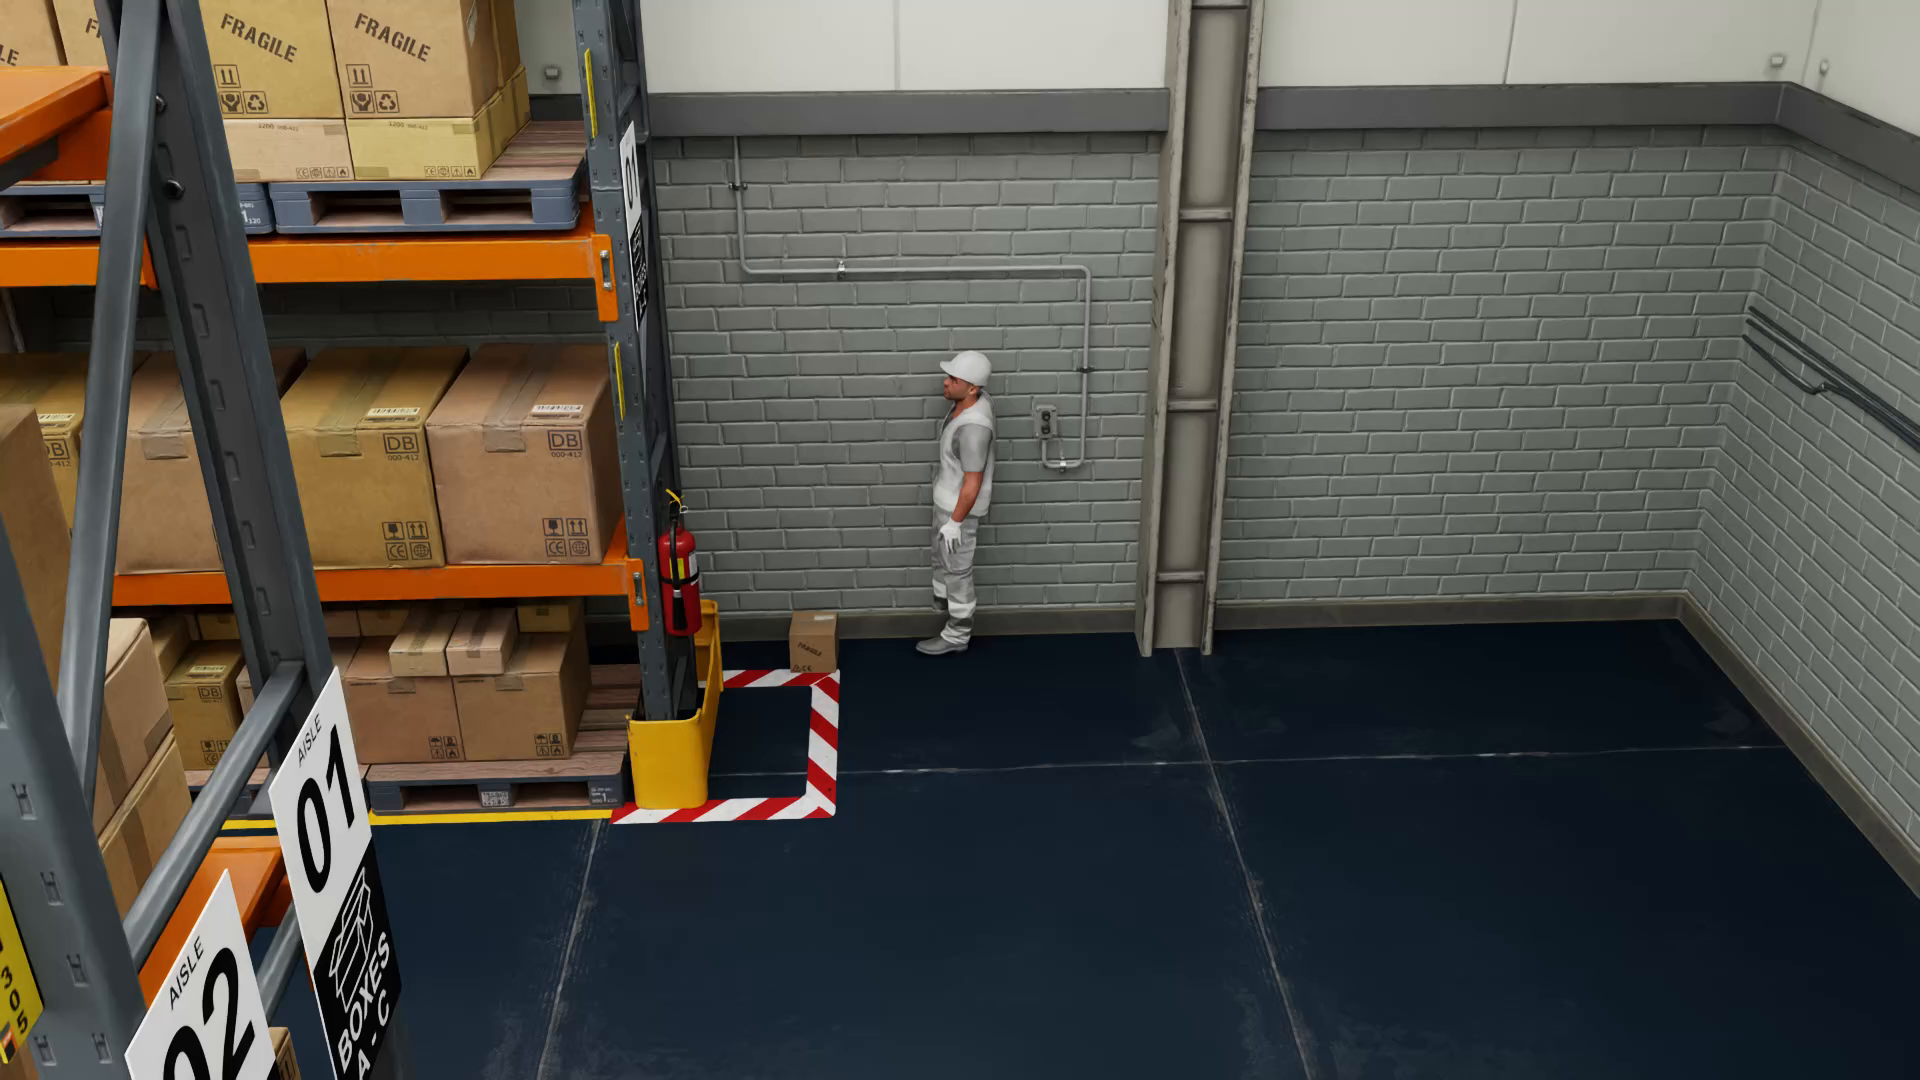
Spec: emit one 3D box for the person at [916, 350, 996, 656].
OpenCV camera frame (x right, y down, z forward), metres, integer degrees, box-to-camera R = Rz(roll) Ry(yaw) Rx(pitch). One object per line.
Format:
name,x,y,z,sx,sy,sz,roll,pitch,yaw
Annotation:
person,-0.088,-0.191,8.942,0.562,1.790,0.637,-1,27,-2
